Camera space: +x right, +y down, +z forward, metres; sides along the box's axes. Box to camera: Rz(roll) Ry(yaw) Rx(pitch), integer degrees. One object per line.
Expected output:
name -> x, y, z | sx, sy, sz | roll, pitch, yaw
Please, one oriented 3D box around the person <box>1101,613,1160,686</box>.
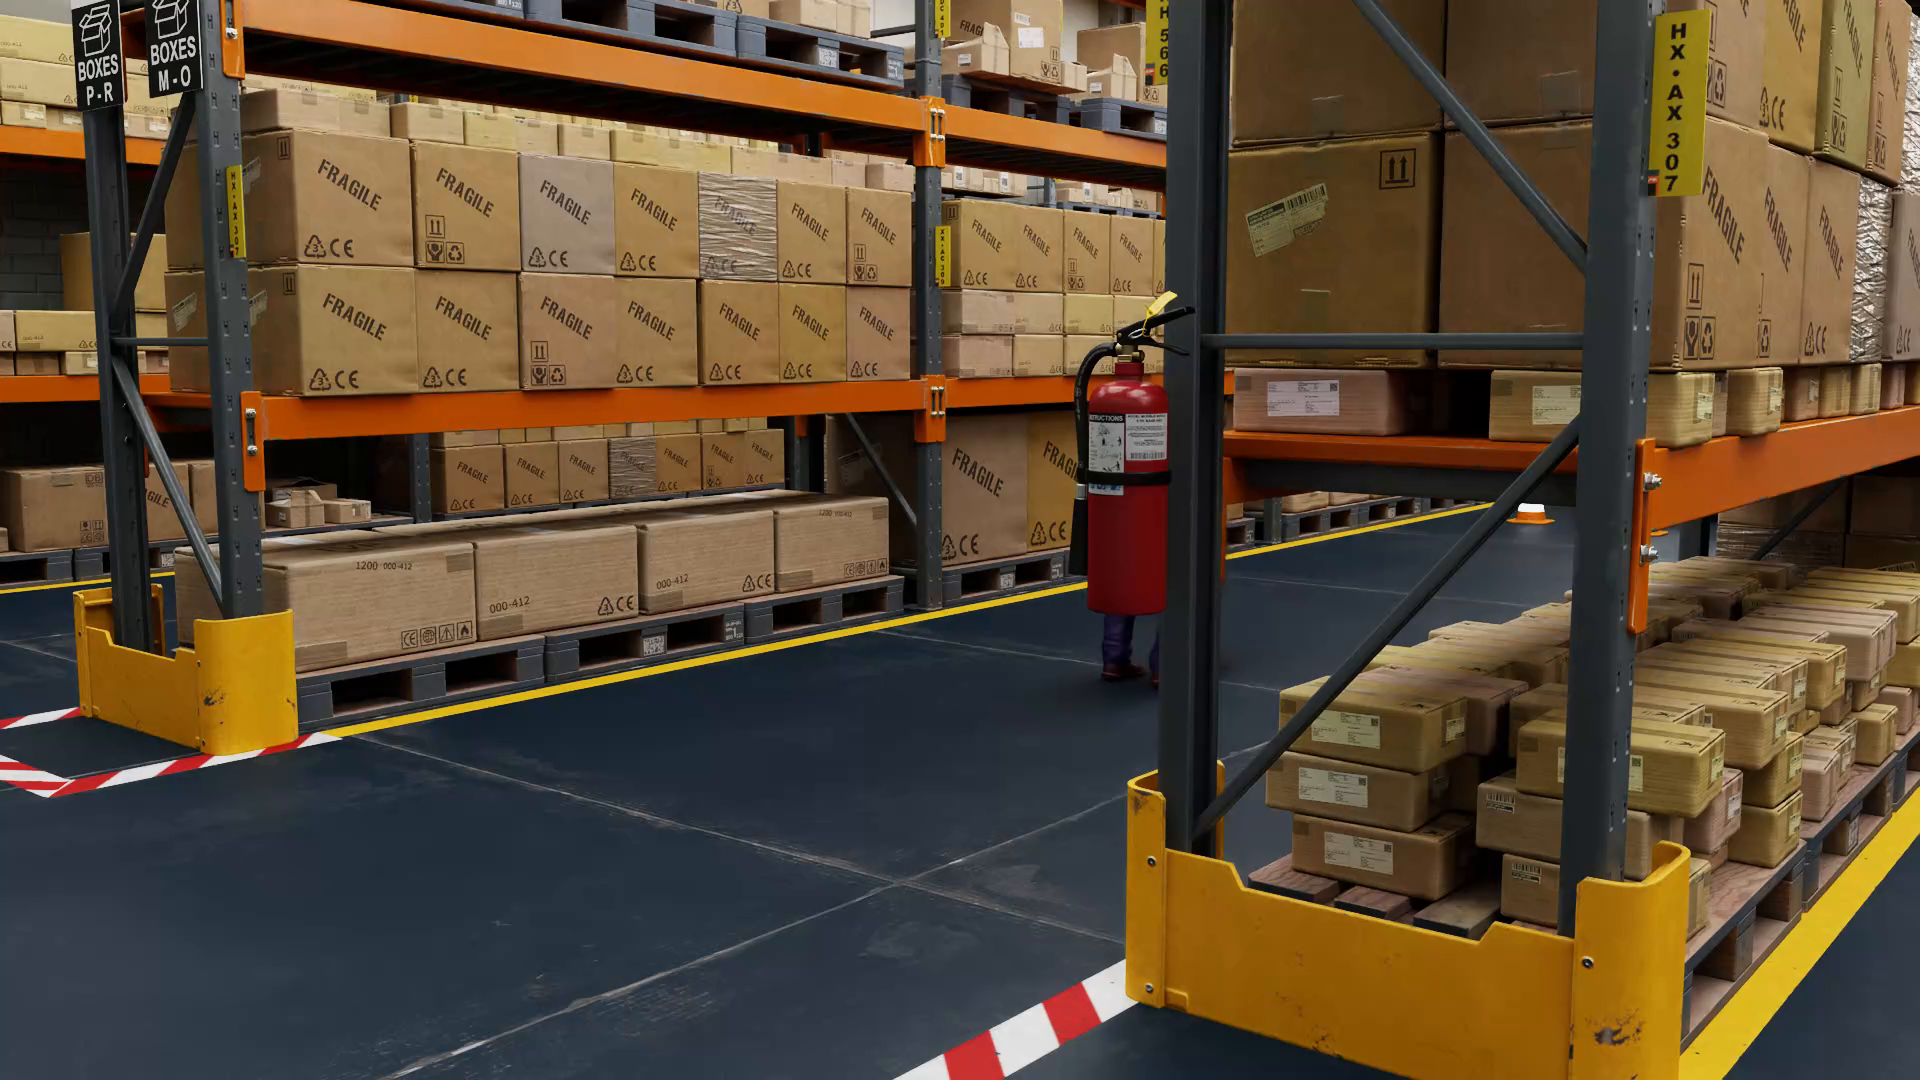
person -> 0.947, -0.064, 7.506 | 0.443, 1.381, 0.783 | 5, 9, 37
